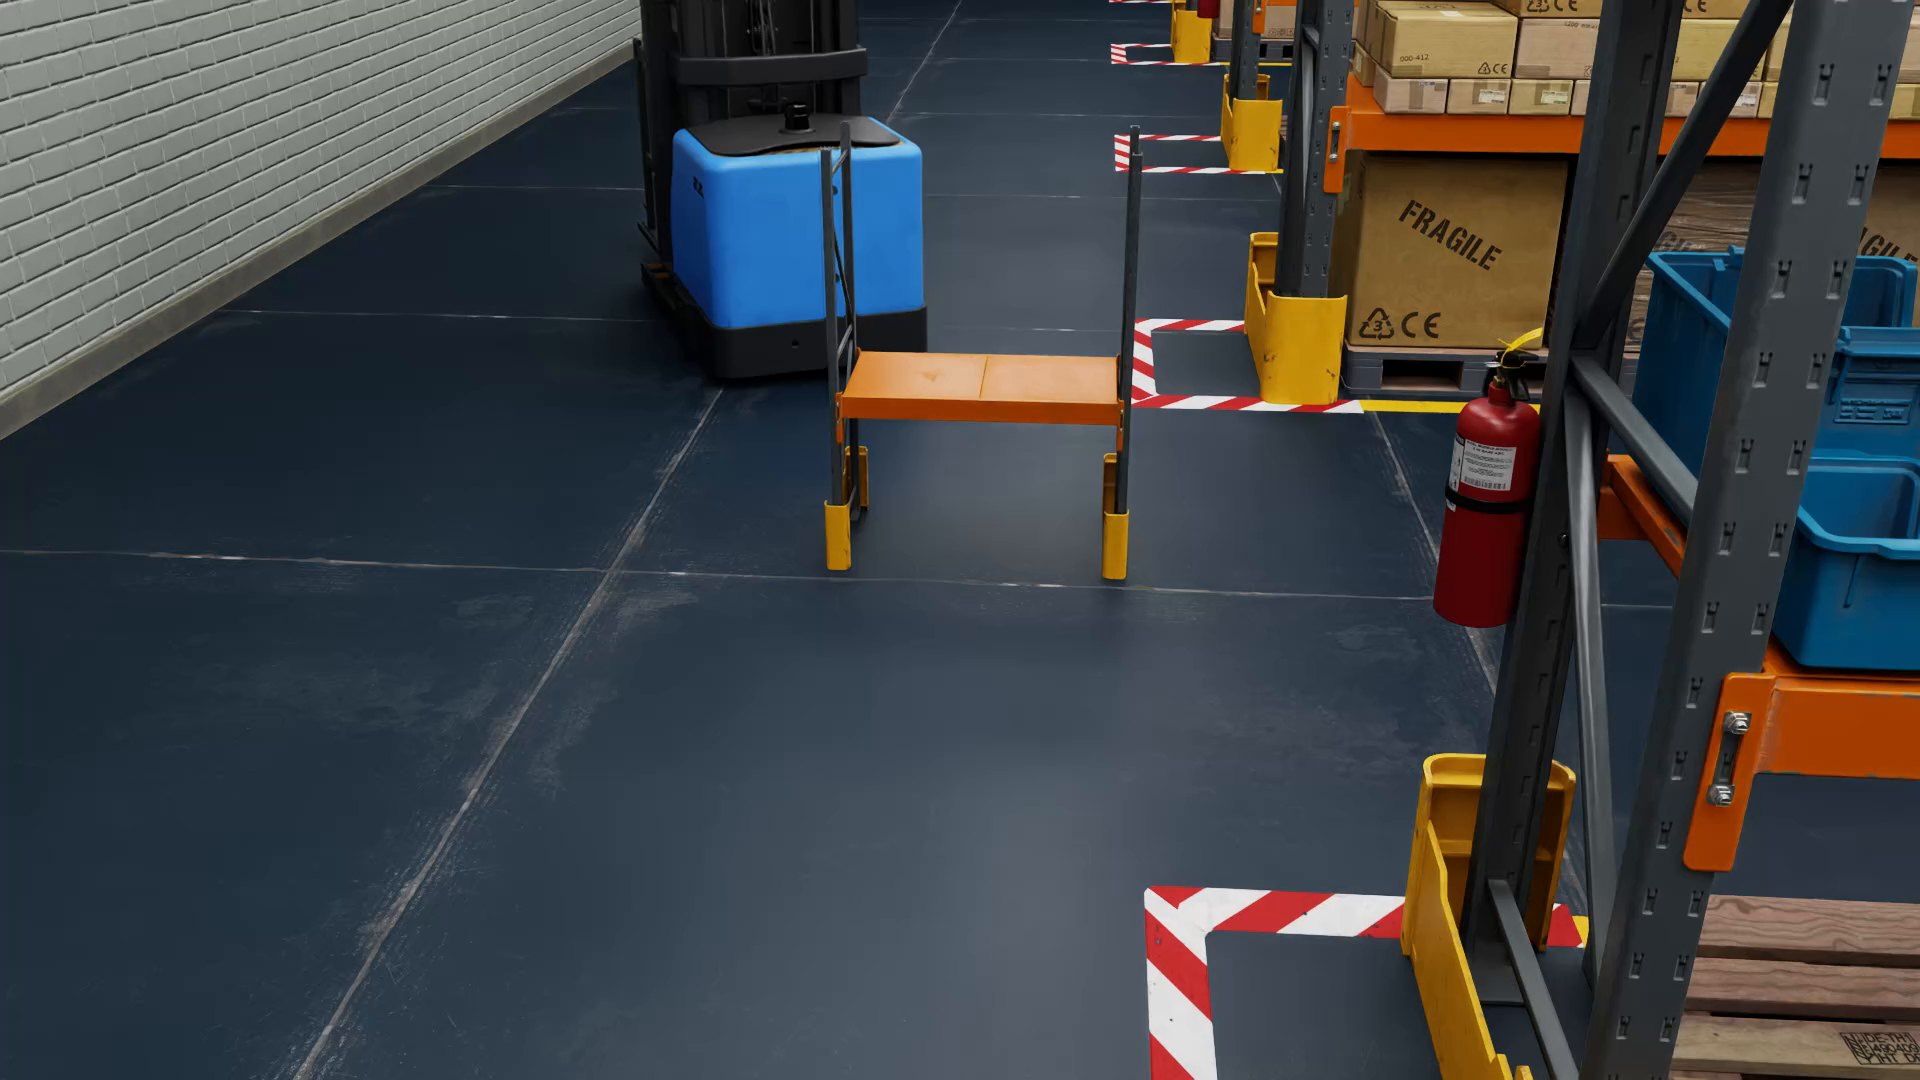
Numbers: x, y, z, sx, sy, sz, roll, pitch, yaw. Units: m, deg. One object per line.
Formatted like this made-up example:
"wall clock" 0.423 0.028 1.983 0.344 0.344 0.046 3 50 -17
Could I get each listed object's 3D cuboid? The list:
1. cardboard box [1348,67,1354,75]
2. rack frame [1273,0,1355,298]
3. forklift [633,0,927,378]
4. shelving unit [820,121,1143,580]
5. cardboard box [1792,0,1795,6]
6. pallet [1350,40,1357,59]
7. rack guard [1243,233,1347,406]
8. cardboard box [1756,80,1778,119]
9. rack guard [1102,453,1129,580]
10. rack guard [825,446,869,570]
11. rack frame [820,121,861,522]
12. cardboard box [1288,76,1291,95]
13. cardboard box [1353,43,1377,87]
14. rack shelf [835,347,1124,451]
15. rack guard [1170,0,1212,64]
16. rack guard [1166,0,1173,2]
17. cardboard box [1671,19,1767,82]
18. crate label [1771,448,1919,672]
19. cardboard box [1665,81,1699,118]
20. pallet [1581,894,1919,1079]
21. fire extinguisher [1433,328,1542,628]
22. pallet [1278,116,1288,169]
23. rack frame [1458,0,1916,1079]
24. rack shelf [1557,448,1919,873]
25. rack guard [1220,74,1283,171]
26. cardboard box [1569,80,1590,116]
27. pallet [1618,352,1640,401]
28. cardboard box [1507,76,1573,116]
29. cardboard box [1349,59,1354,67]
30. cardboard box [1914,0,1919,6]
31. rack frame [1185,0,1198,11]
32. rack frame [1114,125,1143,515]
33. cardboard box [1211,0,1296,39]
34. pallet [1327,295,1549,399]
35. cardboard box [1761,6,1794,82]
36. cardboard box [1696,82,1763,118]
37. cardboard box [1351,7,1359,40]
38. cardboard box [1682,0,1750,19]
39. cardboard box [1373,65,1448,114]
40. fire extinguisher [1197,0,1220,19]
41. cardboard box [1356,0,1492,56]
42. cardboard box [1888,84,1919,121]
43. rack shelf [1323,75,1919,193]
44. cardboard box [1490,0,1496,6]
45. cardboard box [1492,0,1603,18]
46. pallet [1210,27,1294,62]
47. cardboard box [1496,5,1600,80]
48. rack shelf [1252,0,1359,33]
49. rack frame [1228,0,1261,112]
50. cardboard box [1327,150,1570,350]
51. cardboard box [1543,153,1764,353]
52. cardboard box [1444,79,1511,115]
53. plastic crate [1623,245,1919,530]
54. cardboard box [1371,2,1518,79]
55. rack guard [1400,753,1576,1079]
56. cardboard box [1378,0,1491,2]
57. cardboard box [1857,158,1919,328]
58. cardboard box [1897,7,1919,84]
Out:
"cardboard box" 2.883 -3.336 12.107 0.250 0.149 0.380 2 25 5
"rack frame" 1.623 -2.223 7.492 0.127 3.000 1.000 2 25 4
"forklift" -1.128 -2.671 8.548 1.130 2.935 3.031 -8 26 -18
"shelving unit" 0.076 -0.679 5.931 1.083 1.500 0.587 2 25 4
"cardboard box" 3.659 -2.337 7.564 0.500 0.250 0.500 2 25 4
"pallet" 4.398 -5.053 16.979 1.213 0.211 1.003 2 25 4
"rack guard" 1.599 -1.088 8.016 0.348 0.500 1.175 2 25 4
"cardboard box" 3.485 -1.911 7.115 0.250 0.149 0.380 1 25 3
"rack guard" 0.573 -0.095 6.158 0.087 0.250 0.587 2 25 4
"rack guard" -0.421 -0.127 6.227 0.087 0.250 0.587 2 25 4
"rack frame" -0.422 -0.695 5.966 0.032 1.500 0.500 2 25 4
"cardboard box" 2.651 -3.420 12.645 0.250 0.149 0.380 1 25 3
"cardboard box" 2.003 -2.234 7.818 0.250 0.149 0.380 2 25 5
"rack shelf" 0.085 -0.515 6.006 1.000 0.185 0.538 2 25 4
"rack guard" 2.357 -5.218 16.992 0.348 0.500 1.175 2 25 4
"rack guard" 2.833 -7.284 21.482 0.348 0.500 1.175 2 25 4
"cardboard box" 3.100 -2.130 7.115 0.500 0.250 0.500 1 25 2
"crate label" 1.464 0.036 2.713 0.303 0.233 0.416 2 25 4
"cardboard box" 2.976 -1.928 7.151 0.250 0.149 0.380 1 25 3
"pallet" 2.063 1.151 3.496 1.213 0.211 1.003 2 25 4
"fire extinguisher" 1.128 -0.148 3.522 0.183 0.674 0.296 2 25 4
"pallet" 2.986 -2.977 12.467 1.213 0.211 1.003 2 25 4
"rack frame" 1.243 -0.158 3.006 0.127 3.000 1.000 2 25 4
"rack shelf" 3.237 0.232 3.017 4.000 0.370 1.077 2 25 4
"rack guard" 2.179 -3.149 12.495 0.348 0.500 1.175 2 25 4
"cardboard box" 2.723 -1.936 7.170 0.250 0.149 0.380 1 25 3
"pallet" 3.639 -0.923 8.003 1.213 0.211 1.003 2 25 4
"cardboard box" 2.462 -1.944 7.187 0.250 0.149 0.380 1 25 3
"cardboard box" 2.896 -3.509 12.485 0.250 0.149 0.380 2 25 5
"cardboard box" 4.143 -2.658 7.364 0.500 0.500 0.500 1 25 2
"rack frame" 2.381 -6.353 16.468 0.127 3.000 1.000 2 25 4
"rack frame" 0.592 -0.662 5.895 0.032 1.500 0.500 2 25 4
"cardboard box" 3.047 -5.400 16.961 0.875 0.438 0.875 1 25 2
"pallet" 2.426 -0.963 8.090 1.213 0.211 1.003 2 25 4
"cardboard box" 3.621 -2.116 7.083 0.500 0.250 0.500 1 25 3
"cardboard box" 3.233 -1.920 7.134 0.250 0.149 0.380 2 25 3
"cardboard box" 3.960 -5.375 16.905 0.875 0.438 0.875 2 25 5
"cardboard box" 3.096 -2.472 6.961 0.500 0.500 0.500 1 25 3
"cardboard box" 1.951 -1.960 7.221 0.250 0.149 0.380 2 25 5
"fire extinguisher" 1.887 -4.283 12.507 0.183 0.674 0.296 2 25 4
"cardboard box" 2.126 -2.385 7.668 0.500 0.250 0.500 1 25 3
"cardboard box" 4.000 -1.895 7.080 0.250 0.149 0.380 1 25 3
"rack shelf" 3.617 -1.832 7.503 4.000 0.370 1.077 2 25 4
"cardboard box" 2.632 -2.368 7.632 0.500 0.250 0.500 1 25 3
"cardboard box" 2.579 -2.486 6.992 0.500 0.500 0.500 1 25 3
"pallet" 3.184 -5.093 17.066 1.213 0.211 1.003 2 25 4
"cardboard box" 2.599 -2.148 7.153 0.500 0.250 0.500 2 25 3
"rack shelf" 4.097 -3.896 11.989 4.000 0.370 1.077 2 25 4
"rack frame" 2.103 -4.287 11.978 0.127 3.000 1.000 2 25 4
"cardboard box" 2.267 -1.461 7.876 0.875 0.875 0.875 2 25 4
"cardboard box" 3.174 -1.432 7.813 0.875 0.875 0.875 2 25 4
"cardboard box" 2.207 -1.952 7.204 0.250 0.149 0.380 1 25 3
"plastic crate" 1.592 -0.269 3.132 0.499 0.435 0.616 2 25 4
"cardboard box" 2.080 -2.162 7.183 0.500 0.250 0.500 1 25 3
"rack guard" 1.218 0.982 3.518 0.348 0.500 1.175 2 25 4
"cardboard box" 2.128 -2.724 7.509 0.500 0.500 0.500 2 25 5
"cardboard box" 4.061 -1.404 7.751 0.875 0.875 0.875 2 25 4
"cardboard box" 4.125 -2.098 7.045 0.500 0.250 0.500 2 25 5
